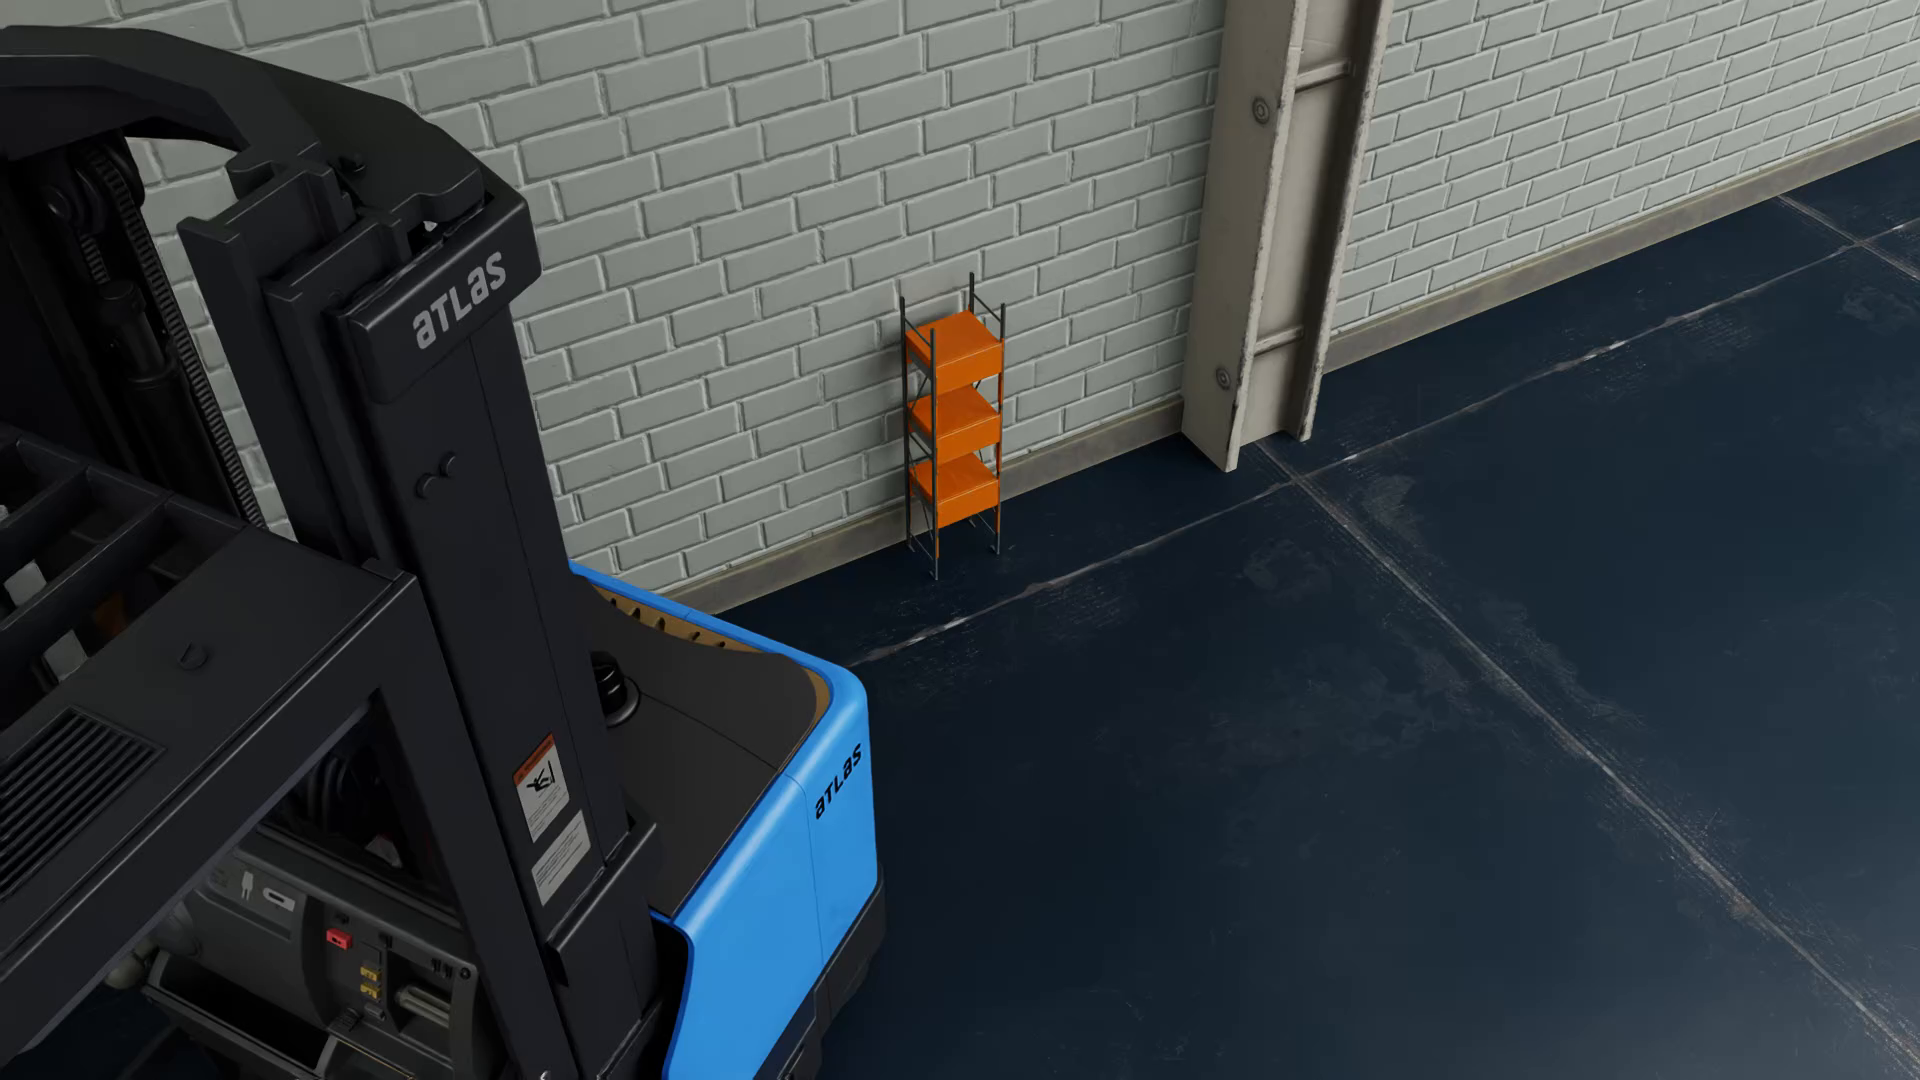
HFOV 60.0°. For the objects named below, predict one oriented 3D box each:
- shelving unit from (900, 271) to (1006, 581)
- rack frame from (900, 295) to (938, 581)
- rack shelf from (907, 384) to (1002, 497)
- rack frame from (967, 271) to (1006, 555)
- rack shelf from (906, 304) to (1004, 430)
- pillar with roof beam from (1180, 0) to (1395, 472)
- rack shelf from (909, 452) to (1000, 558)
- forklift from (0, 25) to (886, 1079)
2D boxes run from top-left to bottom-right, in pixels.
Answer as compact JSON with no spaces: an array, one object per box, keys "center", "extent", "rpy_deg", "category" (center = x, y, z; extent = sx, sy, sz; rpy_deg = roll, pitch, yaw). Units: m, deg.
[{"center":[-0.023,-0.342,5.348],"extent":[0.252,1.050,0.215],"rpy_deg":[-22,49,-21],"category":"shelving unit"},{"center":[-0.128,-0.299,5.303],"extent":[0.008,1.050,0.200],"rpy_deg":[-22,49,-21],"category":"rack frame"},{"center":[-0.023,-0.335,5.355],"extent":[0.240,0.259,0.215],"rpy_deg":[-22,49,-21],"category":"rack shelf"},{"center":[0.082,-0.386,5.393],"extent":[0.008,1.050,0.200],"rpy_deg":[-22,49,-21],"category":"rack frame"},{"center":[-0.023,-0.537,5.157],"extent":[0.240,0.259,0.215],"rpy_deg":[-22,49,-21],"category":"rack shelf"},{"center":[3.196,-1.033,0.353],"extent":[0.400,9.000,9.100],"rpy_deg":[-22,48,-21],"category":"pillar with roof beam"},{"center":[-0.024,-0.136,5.550],"extent":[0.240,0.259,0.215],"rpy_deg":[-22,49,-21],"category":"rack shelf"},{"center":[-1.317,0.803,2.819],"extent":[1.130,2.935,3.031],"rpy_deg":[19,47,19],"category":"forklift"}]
